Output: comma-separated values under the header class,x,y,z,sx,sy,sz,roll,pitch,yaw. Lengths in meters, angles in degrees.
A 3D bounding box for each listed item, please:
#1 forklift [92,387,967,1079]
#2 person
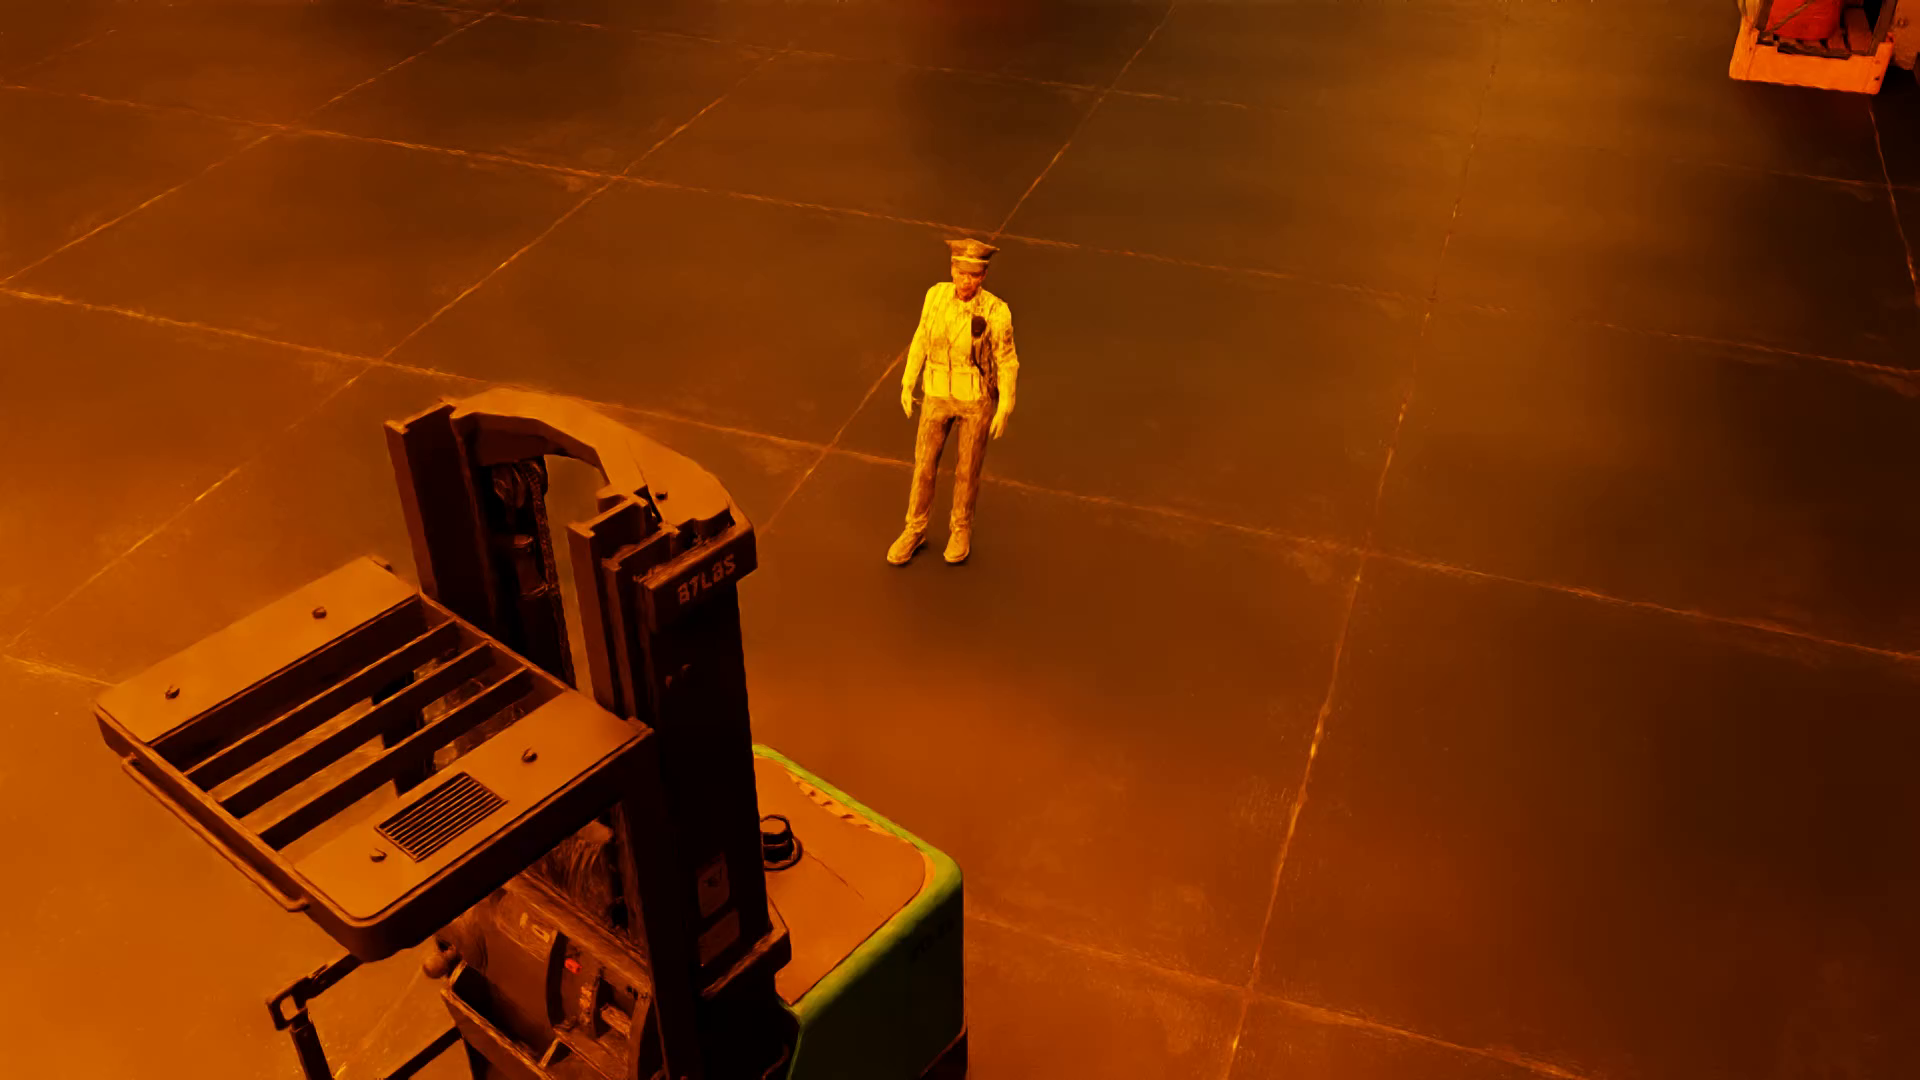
class,x,y,z,sx,sy,sz,roll,pitch,yaw
forklift,-1.299,1.202,4.416,1.130,2.935,3.031,25,43,31
person,-0.029,-0.662,8.101,0.586,1.695,0.532,12,37,16
